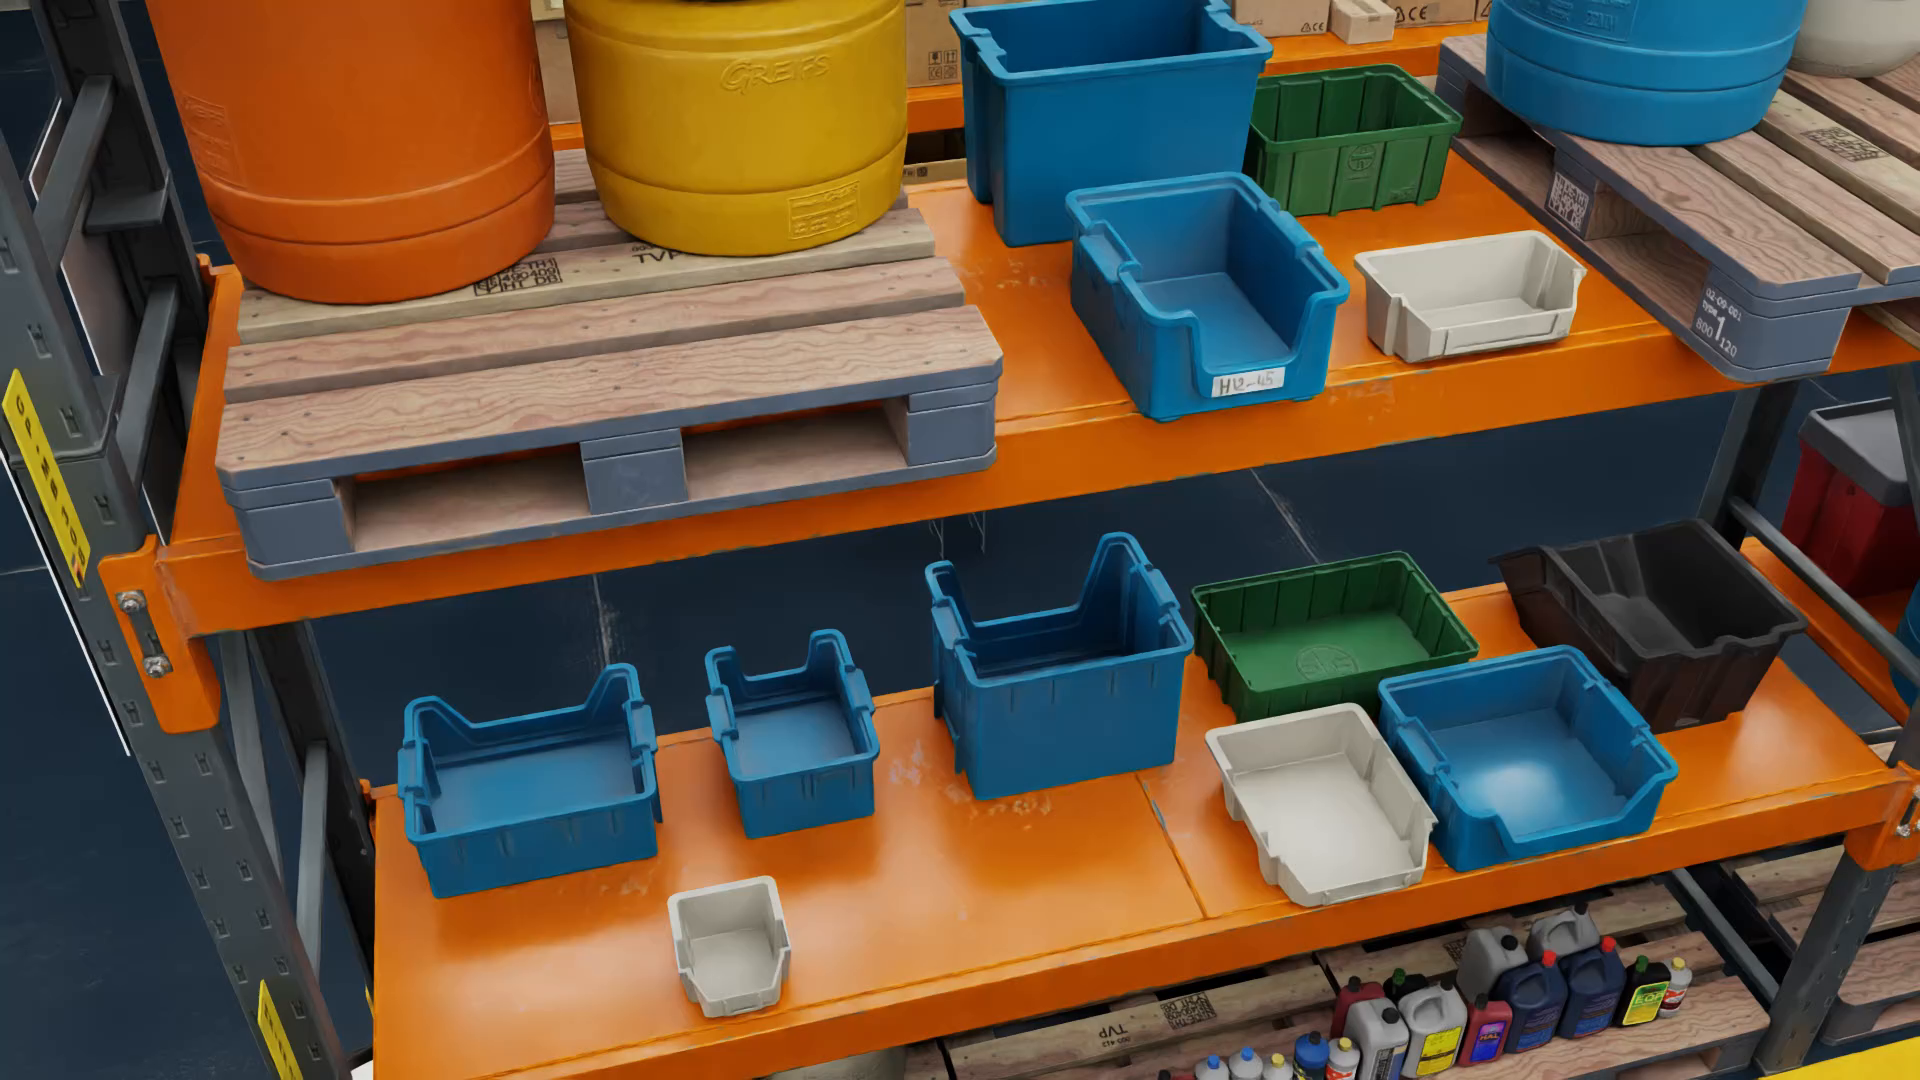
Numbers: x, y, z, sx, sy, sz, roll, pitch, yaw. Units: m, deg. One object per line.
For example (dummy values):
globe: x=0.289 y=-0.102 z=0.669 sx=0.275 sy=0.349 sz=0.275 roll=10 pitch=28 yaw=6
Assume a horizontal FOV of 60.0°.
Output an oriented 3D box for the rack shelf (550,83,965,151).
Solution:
rack shelf: x=-0.821 y=-2.151 z=8.185 sx=4.000 sy=0.370 sz=1.077 roll=-9 pitch=38 yaw=-12

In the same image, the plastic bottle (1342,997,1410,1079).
plastic bottle: x=1.196 y=1.436 z=4.784 sx=0.135 sy=0.276 sz=0.152 roll=-9 pitch=38 yaw=-11

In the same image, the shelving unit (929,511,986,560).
shelving unit: x=-0.014 y=-0.474 z=6.882 sx=0.189 sy=1.200 sz=0.258 roll=-9 pitch=38 yaw=-12

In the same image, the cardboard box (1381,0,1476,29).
cardboard box: x=2.365 y=-2.989 z=8.606 sx=0.500 sy=0.500 sz=0.500 roll=-7 pitch=38 yaw=-9

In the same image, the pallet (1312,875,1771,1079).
pallet: x=1.739 y=1.342 z=5.322 sx=1.213 sy=0.211 sz=1.003 roll=-9 pitch=38 yaw=-12

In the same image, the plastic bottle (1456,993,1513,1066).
plastic bottle: x=1.520 y=1.408 z=4.814 sx=0.133 sy=0.283 sz=0.061 roll=-7 pitch=38 yaw=-9

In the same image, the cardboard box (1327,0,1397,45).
cardboard box: x=2.019 y=-2.674 z=8.484 sx=0.250 sy=0.149 sz=0.380 roll=-9 pitch=38 yaw=-12

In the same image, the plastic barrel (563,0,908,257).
plastic barrel: x=-0.396 y=-0.902 z=2.991 sx=0.600 sy=0.588 sz=0.600 roll=0 pitch=37 yaw=0

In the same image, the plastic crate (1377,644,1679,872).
plastic crate: x=1.400 y=0.546 z=4.190 sx=0.616 sy=0.251 sz=0.499 roll=-9 pitch=38 yaw=-12

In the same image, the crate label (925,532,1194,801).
crate label: x=0.243 y=0.322 z=4.331 sx=0.616 sy=0.435 sz=0.502 roll=-9 pitch=38 yaw=-12

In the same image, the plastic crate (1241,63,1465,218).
plastic crate: x=0.804 y=-0.865 z=3.617 sx=0.450 sy=0.188 sz=0.336 roll=-9 pitch=38 yaw=-12

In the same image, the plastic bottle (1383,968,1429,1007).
plastic bottle: x=1.303 y=1.353 z=4.886 sx=0.133 sy=0.283 sz=0.061 roll=-9 pitch=38 yaw=-12

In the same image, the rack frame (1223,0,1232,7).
rack frame: x=1.110 y=-2.754 z=8.381 sx=0.127 sy=3.000 sz=1.000 roll=-9 pitch=38 yaw=-12

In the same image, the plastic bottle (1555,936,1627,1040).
plastic bottle: x=1.851 y=1.301 z=4.899 sx=0.185 sy=0.351 sz=0.144 roll=-10 pitch=39 yaw=-13

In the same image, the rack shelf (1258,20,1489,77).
rack shelf: x=3.041 y=-2.785 z=9.014 sx=4.000 sy=0.370 sz=1.077 roll=-9 pitch=38 yaw=-12

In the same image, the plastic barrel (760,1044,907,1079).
plastic barrel: x=-0.364 y=1.379 z=4.681 sx=0.421 sy=0.512 sz=0.421 roll=0 pitch=37 yaw=0

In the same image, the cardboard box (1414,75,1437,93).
cardboard box: x=2.896 y=-2.525 z=9.537 sx=0.500 sy=0.311 sz=0.500 roll=-10 pitch=38 yaw=-13

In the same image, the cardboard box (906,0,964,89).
cardboard box: x=-0.309 y=-2.555 z=8.039 sx=0.500 sy=0.500 sz=0.700 roll=-9 pitch=38 yaw=-11

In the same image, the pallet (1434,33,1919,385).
pallet: x=1.727 y=-0.792 z=3.504 sx=1.003 sy=0.211 sz=1.213 roll=-9 pitch=38 yaw=-12

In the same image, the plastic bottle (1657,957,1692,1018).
plastic bottle: x=2.129 y=1.329 z=4.984 sx=0.097 sy=0.201 sz=0.097 roll=0 pitch=37 yaw=0

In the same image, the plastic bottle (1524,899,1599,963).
plastic bottle: x=1.814 y=1.216 z=5.009 sx=0.185 sy=0.351 sz=0.144 roll=-9 pitch=38 yaw=-12

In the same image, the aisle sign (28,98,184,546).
aisle sign: x=-1.611 y=-0.409 z=3.177 sx=0.004 sy=0.787 sz=0.394 roll=-9 pitch=38 yaw=-12

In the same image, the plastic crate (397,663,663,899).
plastic crate: x=-1.058 y=0.590 z=4.132 sx=0.616 sy=0.251 sz=0.499 roll=-9 pitch=38 yaw=-12

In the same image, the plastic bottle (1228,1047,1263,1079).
plastic bottle: x=0.795 y=1.520 z=4.677 sx=0.097 sy=0.271 sz=0.097 roll=0 pitch=37 yaw=0

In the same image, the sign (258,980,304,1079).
sign: x=-1.324 y=1.000 z=3.247 sx=0.005 sy=0.325 sz=0.100 roll=-9 pitch=38 yaw=-12

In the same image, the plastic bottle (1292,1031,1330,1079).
plastic bottle: x=0.991 y=1.488 z=4.719 sx=0.097 sy=0.271 sz=0.097 roll=0 pitch=37 yaw=0

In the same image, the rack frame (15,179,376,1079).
rack frame: x=-1.464 y=0.786 z=3.754 sx=0.127 sy=3.000 sz=1.000 roll=-9 pitch=38 yaw=-12

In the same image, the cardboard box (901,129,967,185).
cardboard box: x=-0.248 y=-1.771 z=8.396 sx=0.500 sy=0.500 sz=0.500 roll=-9 pitch=38 yaw=-12

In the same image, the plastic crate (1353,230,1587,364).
plastic crate: x=0.954 y=-0.443 z=3.108 sx=0.396 sy=0.136 sz=0.243 roll=-9 pitch=38 yaw=-12

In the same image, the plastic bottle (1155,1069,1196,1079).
plastic bottle: x=0.591 y=1.561 z=4.615 sx=0.133 sy=0.283 sz=0.061 roll=-9 pitch=38 yaw=-11

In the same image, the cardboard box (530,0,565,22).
cardboard box: x=-1.821 y=-2.435 z=7.349 sx=0.250 sy=0.149 sz=0.380 roll=-9 pitch=38 yaw=-12

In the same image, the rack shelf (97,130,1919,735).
rack shelf: x=0.467 y=-0.436 z=3.475 sx=4.000 sy=0.370 sz=1.077 roll=-9 pitch=38 yaw=-12

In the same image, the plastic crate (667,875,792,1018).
plastic crate: x=-0.516 y=0.938 z=3.772 sx=0.250 sy=0.136 sz=0.298 roll=-9 pitch=38 yaw=-12

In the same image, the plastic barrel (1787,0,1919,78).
plastic barrel: x=1.931 y=-1.297 z=3.570 sx=0.421 sy=0.512 sz=0.421 roll=0 pitch=37 yaw=0

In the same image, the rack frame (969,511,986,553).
rack frame: x=0.074 y=-0.489 z=6.901 sx=0.006 sy=1.200 sz=0.240 roll=-9 pitch=38 yaw=-12

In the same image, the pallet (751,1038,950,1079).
pallet: x=-0.617 y=1.728 z=4.817 sx=1.213 sy=0.211 sz=1.003 roll=-9 pitch=38 yaw=-12
